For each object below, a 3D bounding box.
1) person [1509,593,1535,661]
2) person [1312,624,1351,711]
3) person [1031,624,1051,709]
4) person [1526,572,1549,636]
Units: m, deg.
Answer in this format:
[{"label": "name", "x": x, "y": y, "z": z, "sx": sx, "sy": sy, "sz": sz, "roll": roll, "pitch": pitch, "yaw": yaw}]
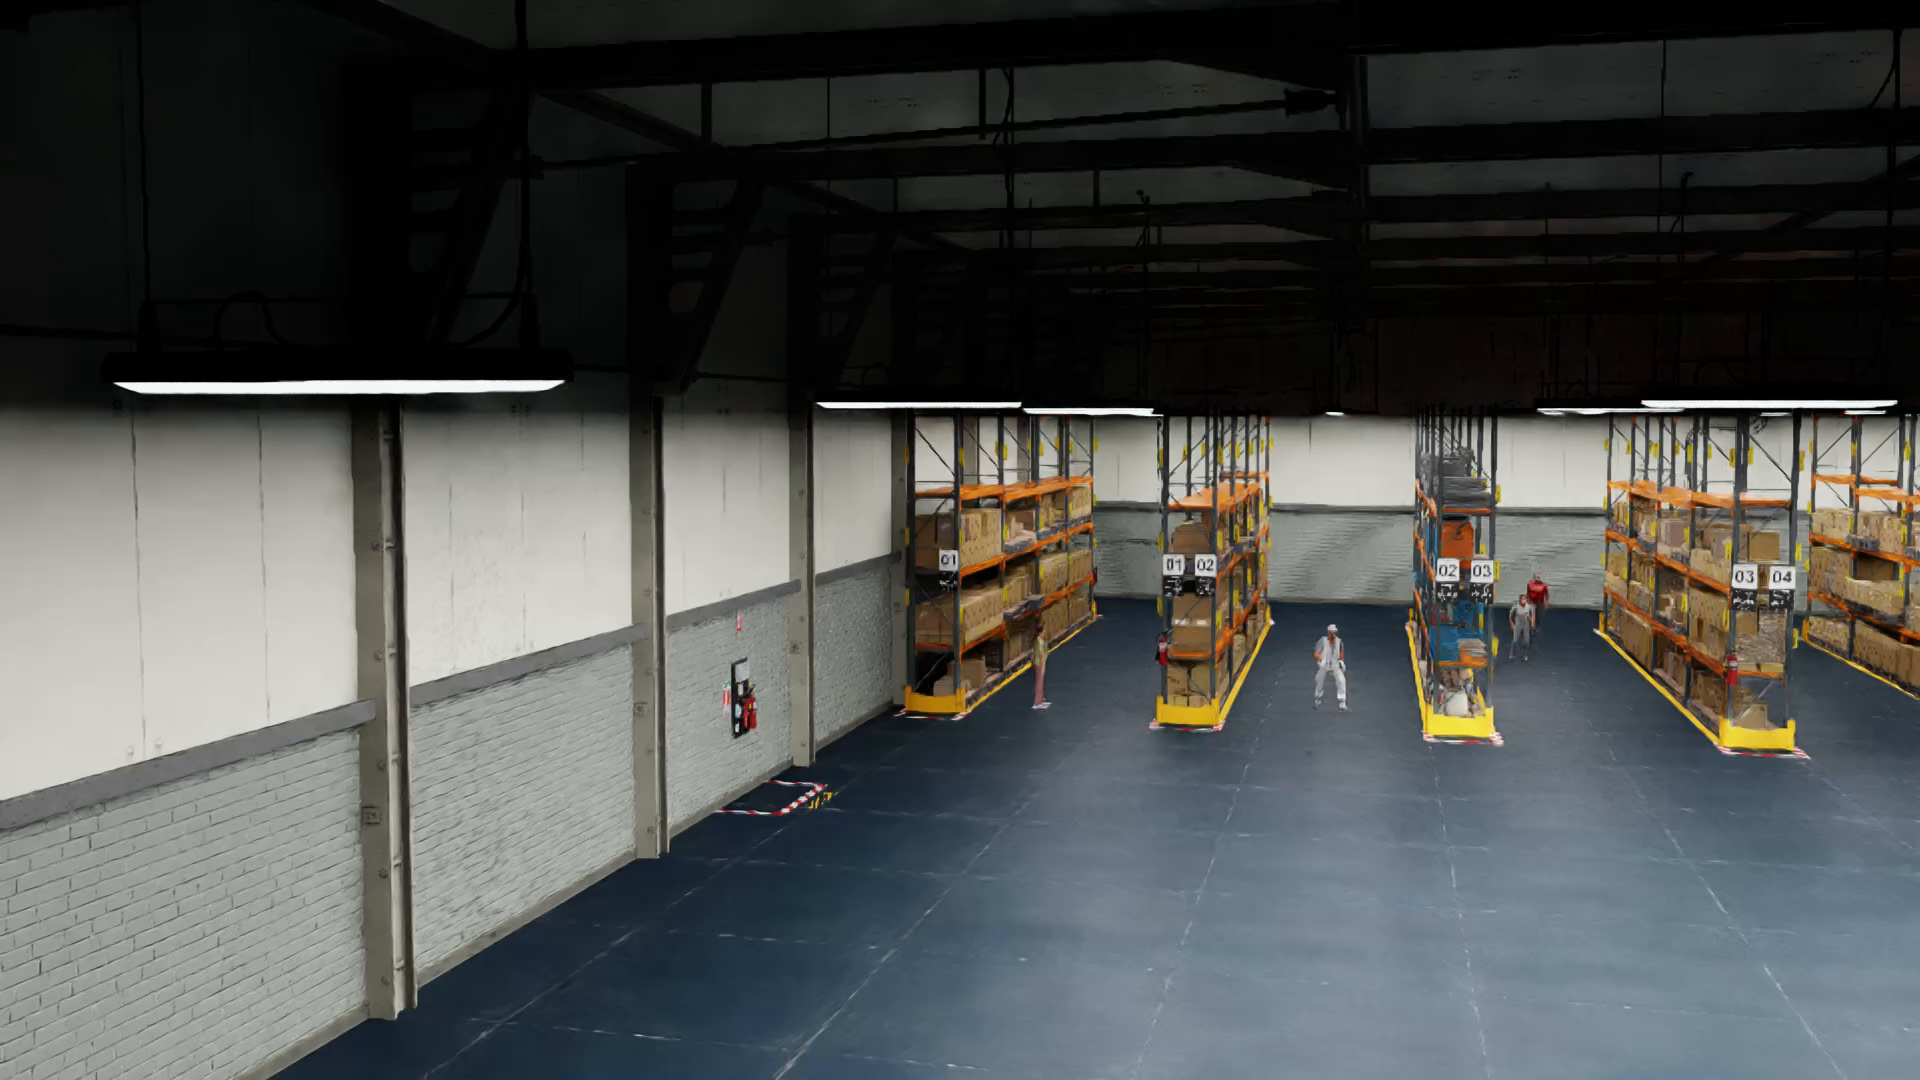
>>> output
[{"label": "person", "x": 13.283, "y": 2.058, "z": 39.334, "sx": 0.580, "sy": 1.618, "sz": 0.507, "roll": 1, "pitch": 4, "yaw": 12}, {"label": "person", "x": 7.248, "y": 2.482, "z": 32.575, "sx": 0.686, "sy": 1.716, "sz": 0.838, "roll": 0, "pitch": 4, "yaw": -2}, {"label": "person", "x": 1.613, "y": 2.482, "z": 32.850, "sx": 0.445, "sy": 1.674, "sz": 0.495, "roll": -1, "pitch": 4, "yaw": -14}, {"label": "person", "x": 15.273, "y": 1.681, "z": 43.994, "sx": 0.554, "sy": 1.669, "sz": 1.022, "roll": 1, "pitch": 4, "yaw": 13}]
